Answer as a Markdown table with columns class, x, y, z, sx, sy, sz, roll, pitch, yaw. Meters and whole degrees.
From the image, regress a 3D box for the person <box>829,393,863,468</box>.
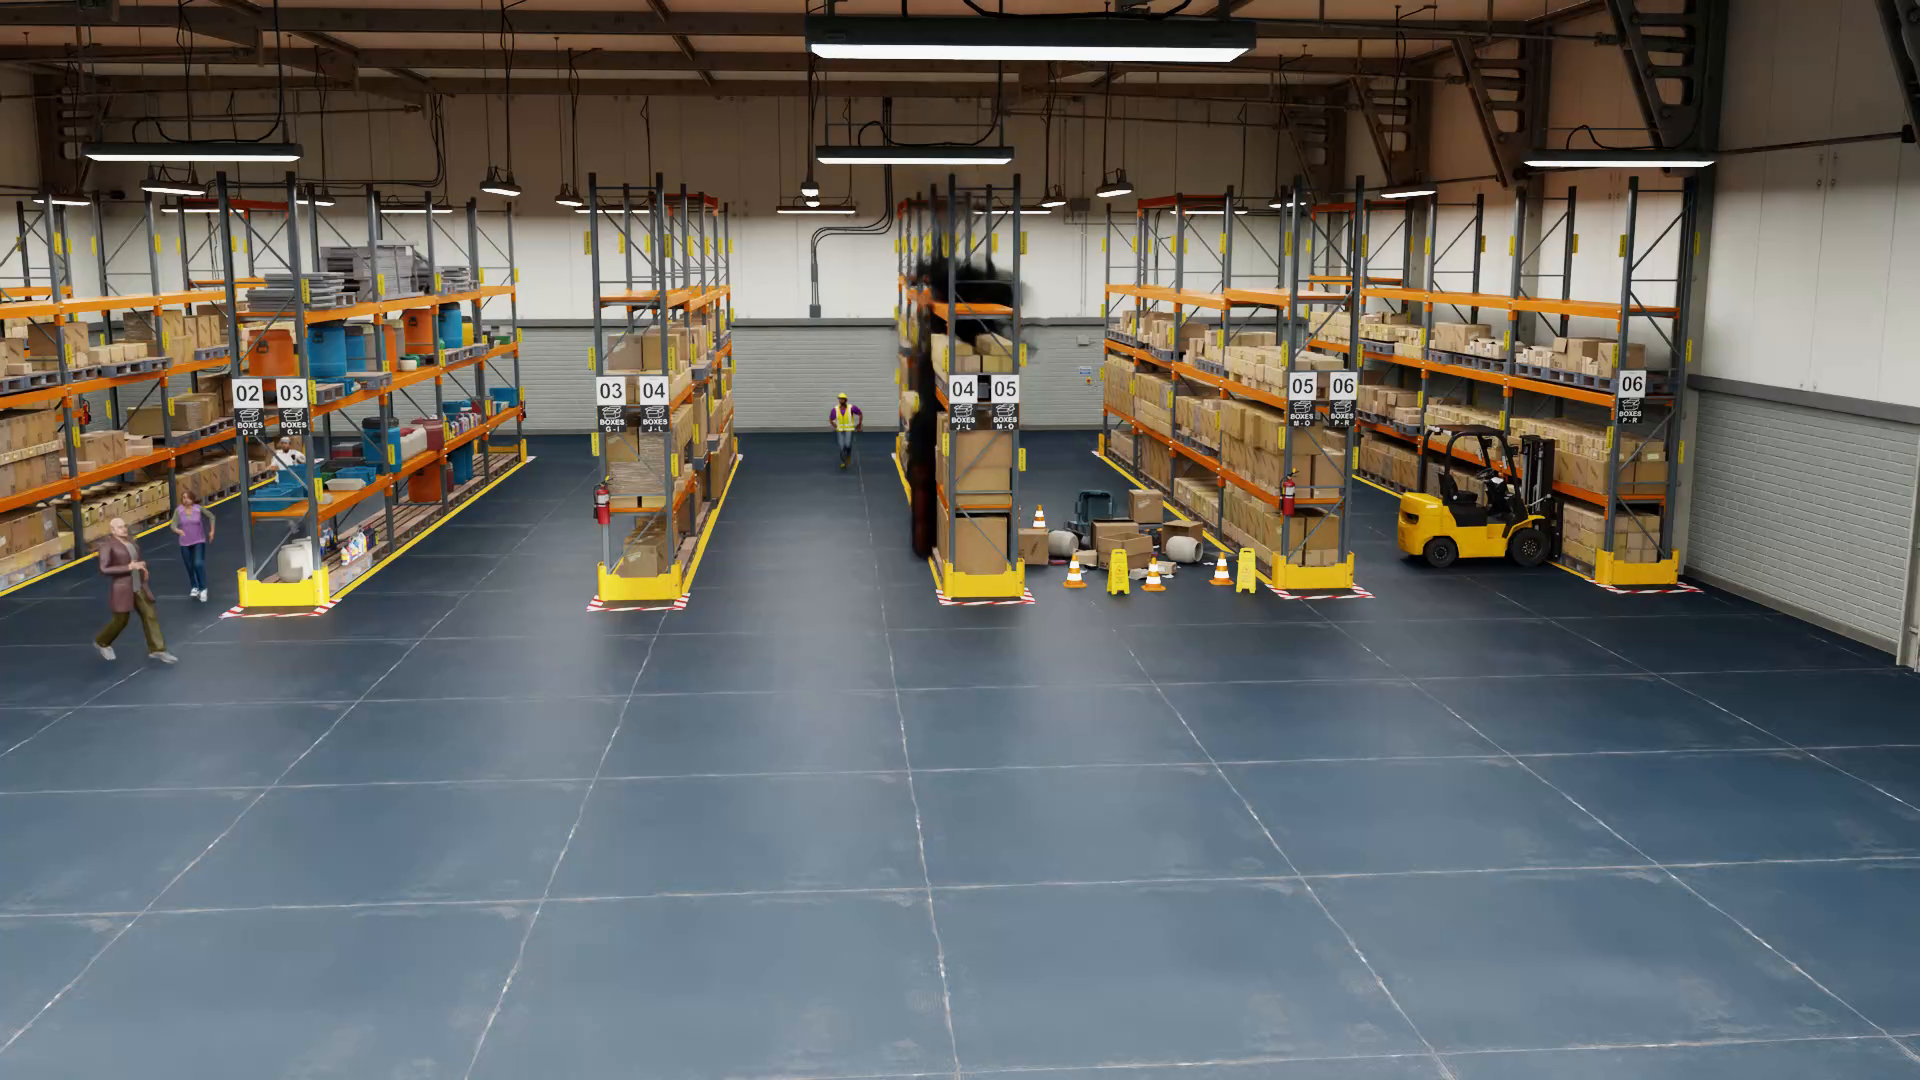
| class | x | y | z | sx | sy | sz | roll | pitch | yaw |
| --- | --- | --- | --- | --- | --- | --- | --- | --- | --- |
| person | -2.602 | -2.469 | 37.696 | 0.731 | 1.715 | 0.710 | 1 | 10 | 6 |

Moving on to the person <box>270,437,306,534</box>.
| class | x | y | z | sx | sy | sz | roll | pitch | yaw |
| --- | --- | --- | --- | --- | --- | --- | --- | --- | --- |
| person | -11.896 | -0.974 | 29.467 | 0.585 | 1.723 | 0.708 | -1 | 10 | -4 |

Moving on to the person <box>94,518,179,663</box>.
| class | x | y | z | sx | sy | sz | roll | pitch | yaw |
| --- | --- | --- | --- | --- | --- | --- | --- | --- | --- |
| person | -9.989 | 0.604 | 20.063 | 1.068 | 1.758 | 0.731 | 4 | 11 | 22 |

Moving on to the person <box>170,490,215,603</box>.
| class | x | y | z | sx | sy | sz | roll | pitch | yaw |
| --- | --- | --- | --- | --- | --- | --- | --- | --- | --- |
| person | -10.905 | 0.088 | 23.660 | 0.563 | 1.633 | 0.678 | -3 | 10 | -14 |
